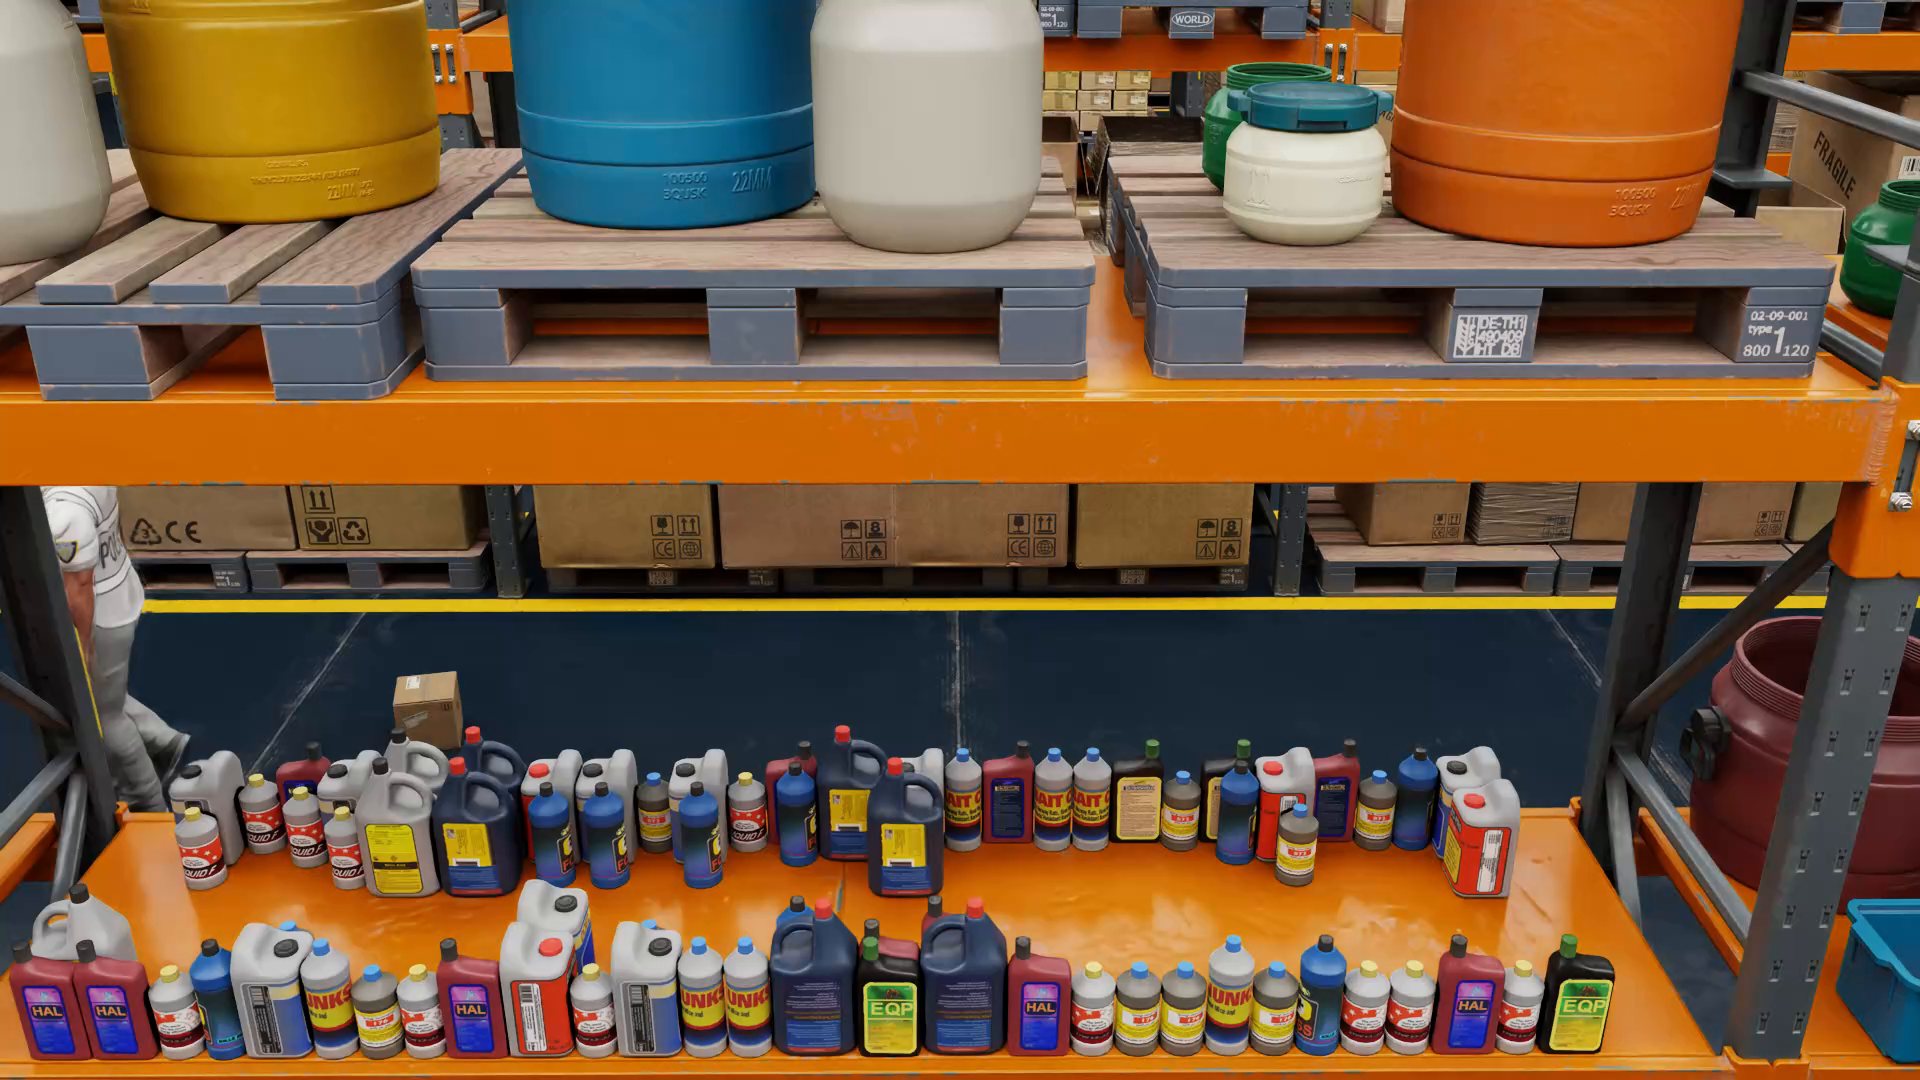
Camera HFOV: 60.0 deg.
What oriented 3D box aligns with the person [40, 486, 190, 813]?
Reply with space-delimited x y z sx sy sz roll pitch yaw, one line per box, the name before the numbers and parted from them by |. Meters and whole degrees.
person | -3.327 0.296 6.336 0.484 1.782 0.555 -7 25 -14
